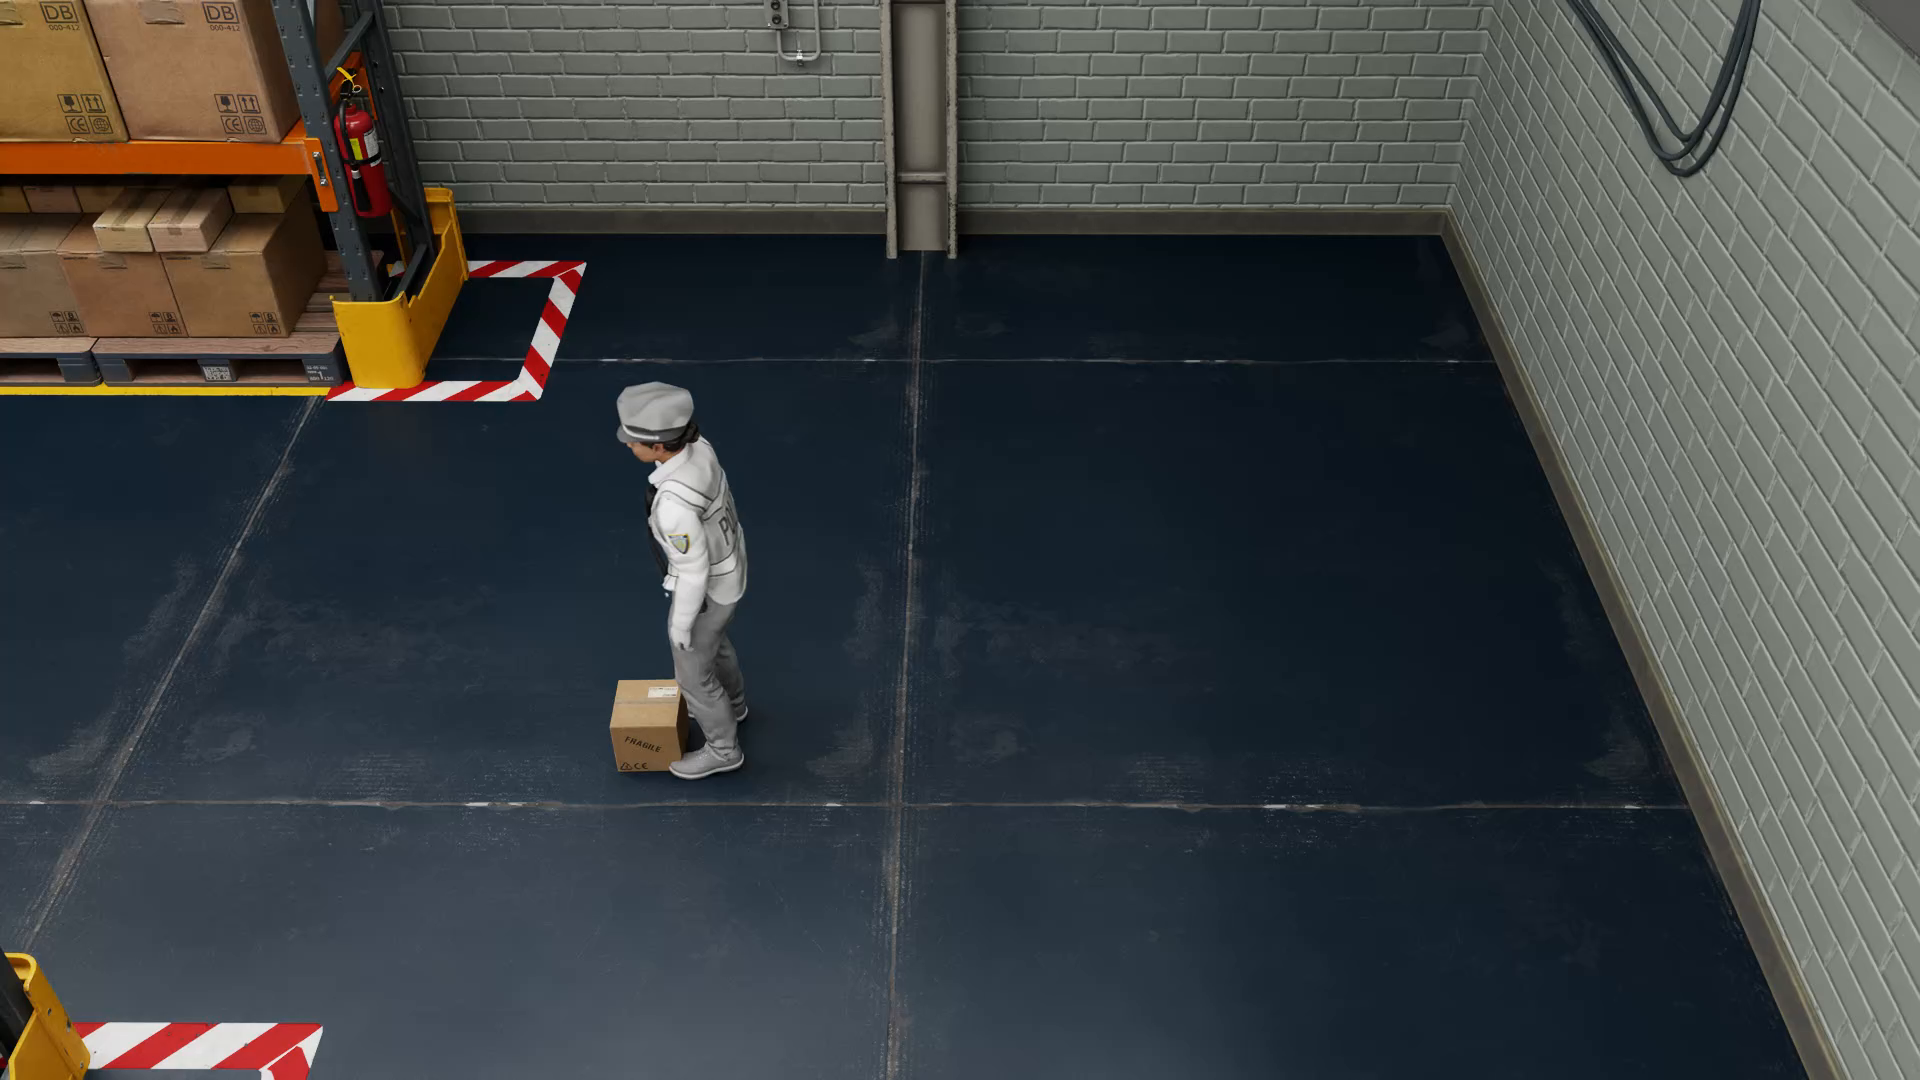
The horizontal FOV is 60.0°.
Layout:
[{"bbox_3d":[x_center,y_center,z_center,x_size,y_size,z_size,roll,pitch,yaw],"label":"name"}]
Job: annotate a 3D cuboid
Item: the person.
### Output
[{"bbox_3d":[-0.947,0.161,5.959,0.373,1.663,0.526,-1,40,-1],"label":"person"}]
